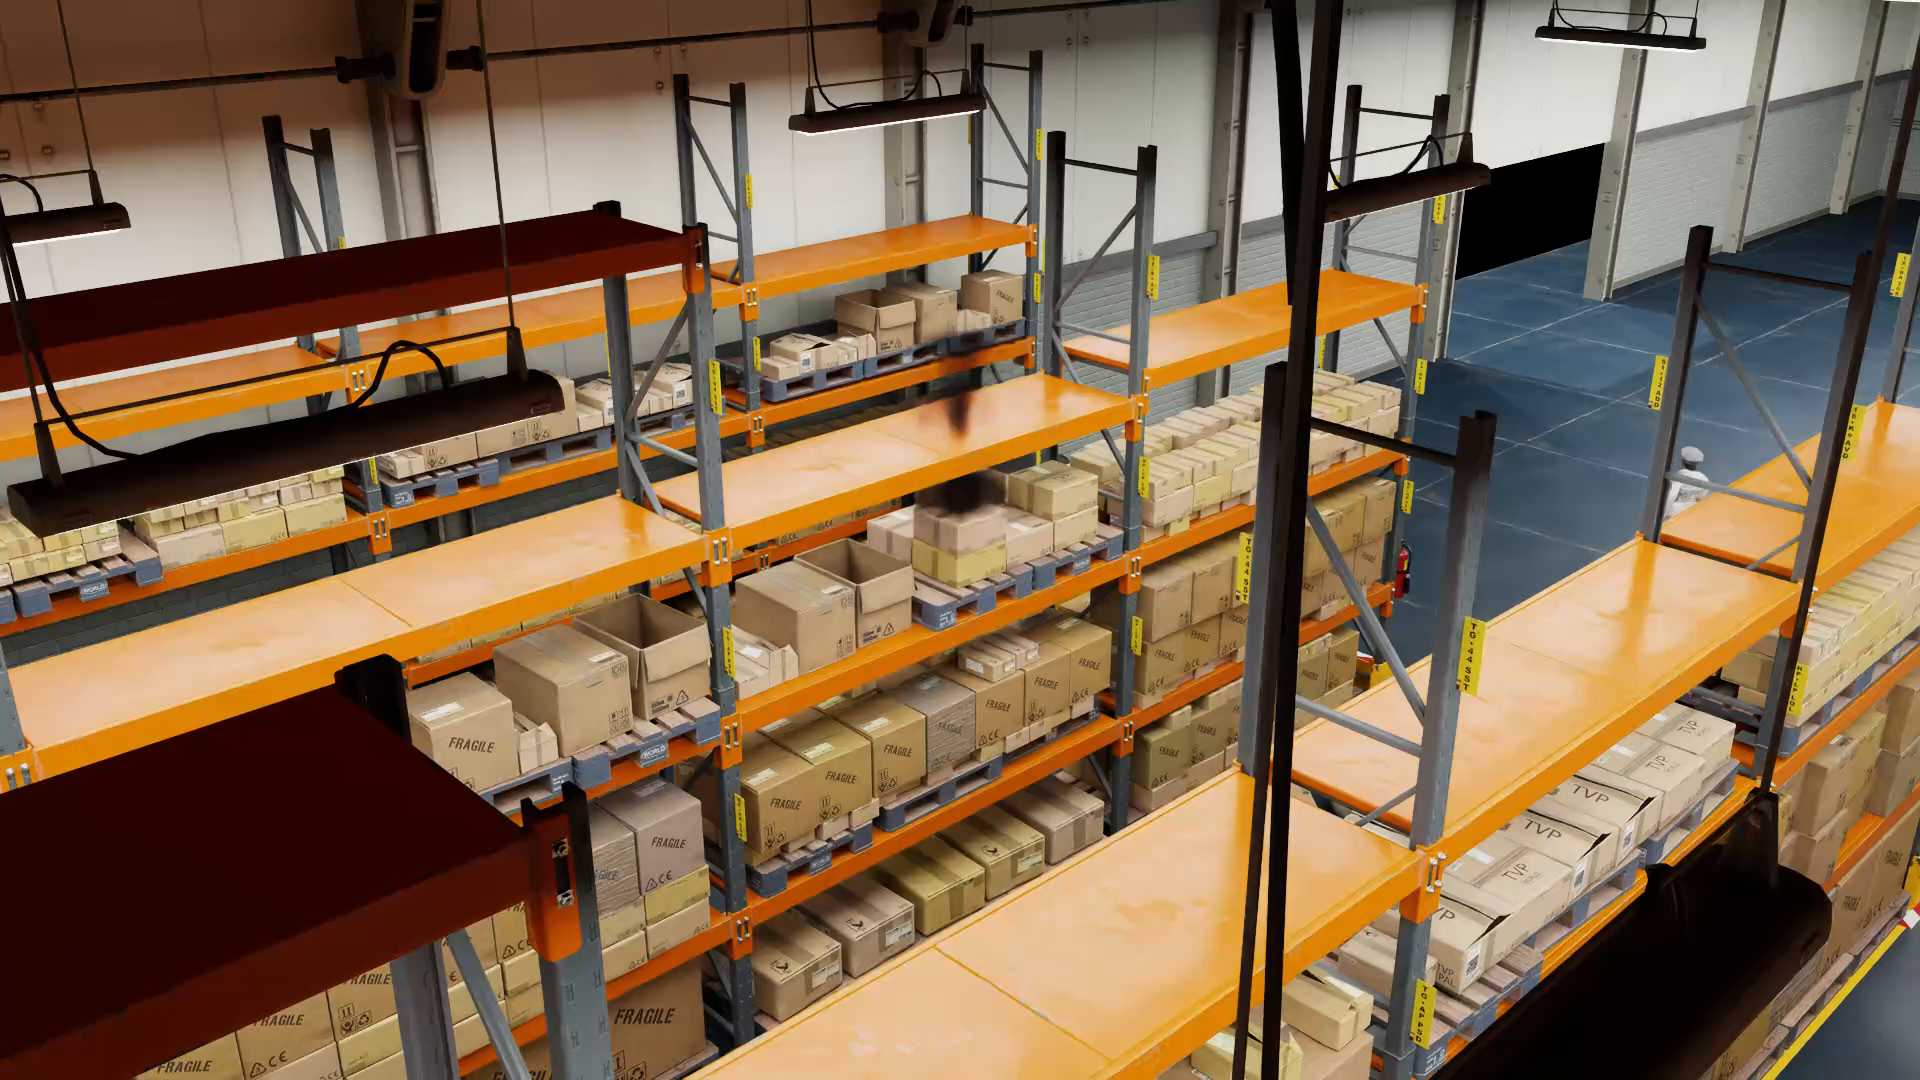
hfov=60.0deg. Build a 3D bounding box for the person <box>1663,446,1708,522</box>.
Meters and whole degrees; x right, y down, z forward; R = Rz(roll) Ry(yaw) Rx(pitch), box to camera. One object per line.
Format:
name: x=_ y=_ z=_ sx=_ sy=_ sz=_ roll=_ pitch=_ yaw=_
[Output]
person: x=8.301 y=-0.221 z=19.137 sx=0.589 sy=1.715 sz=0.883 roll=0 pitch=22 yaw=0
